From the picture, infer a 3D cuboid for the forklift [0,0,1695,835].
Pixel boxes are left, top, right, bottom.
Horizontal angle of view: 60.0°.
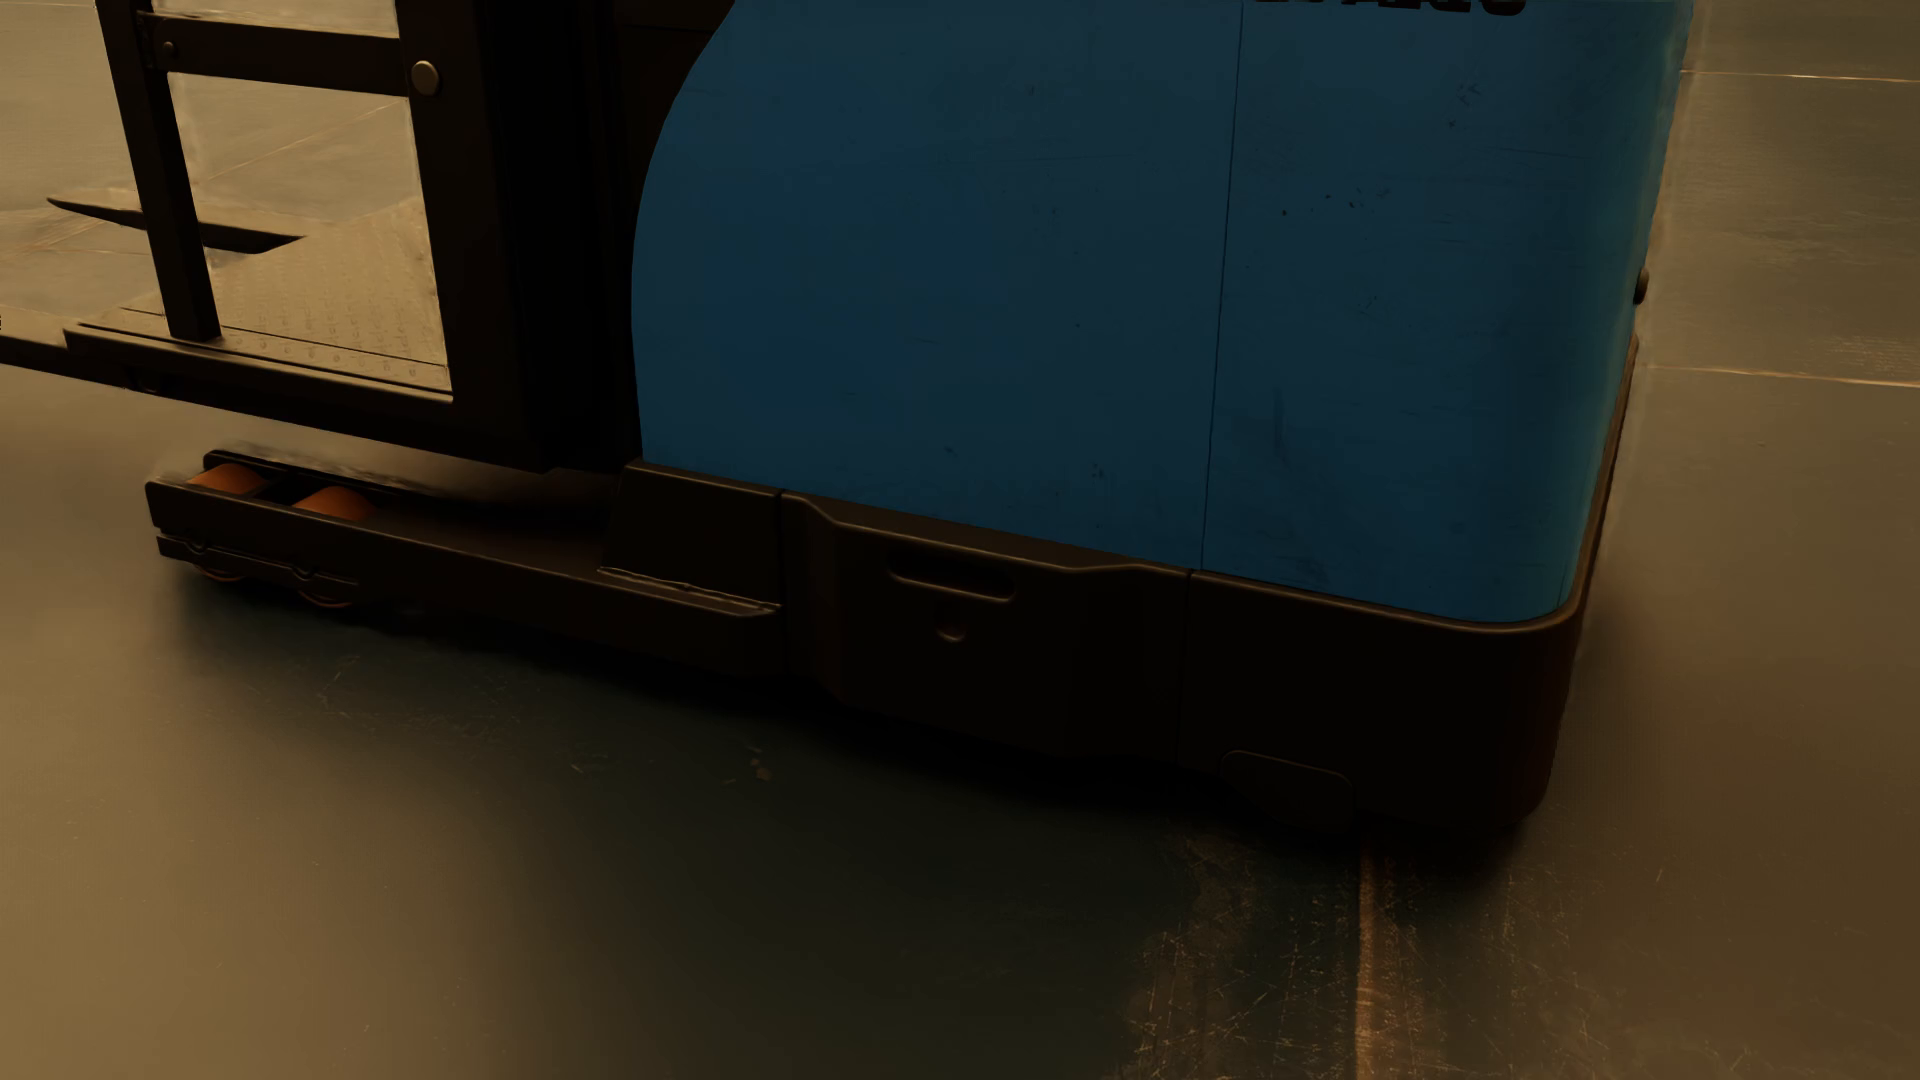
[{"bbox_3d":[-0.588,-1.417,2.054,3.031,2.935,1.130,11,29,21],"label":"forklift"}]
